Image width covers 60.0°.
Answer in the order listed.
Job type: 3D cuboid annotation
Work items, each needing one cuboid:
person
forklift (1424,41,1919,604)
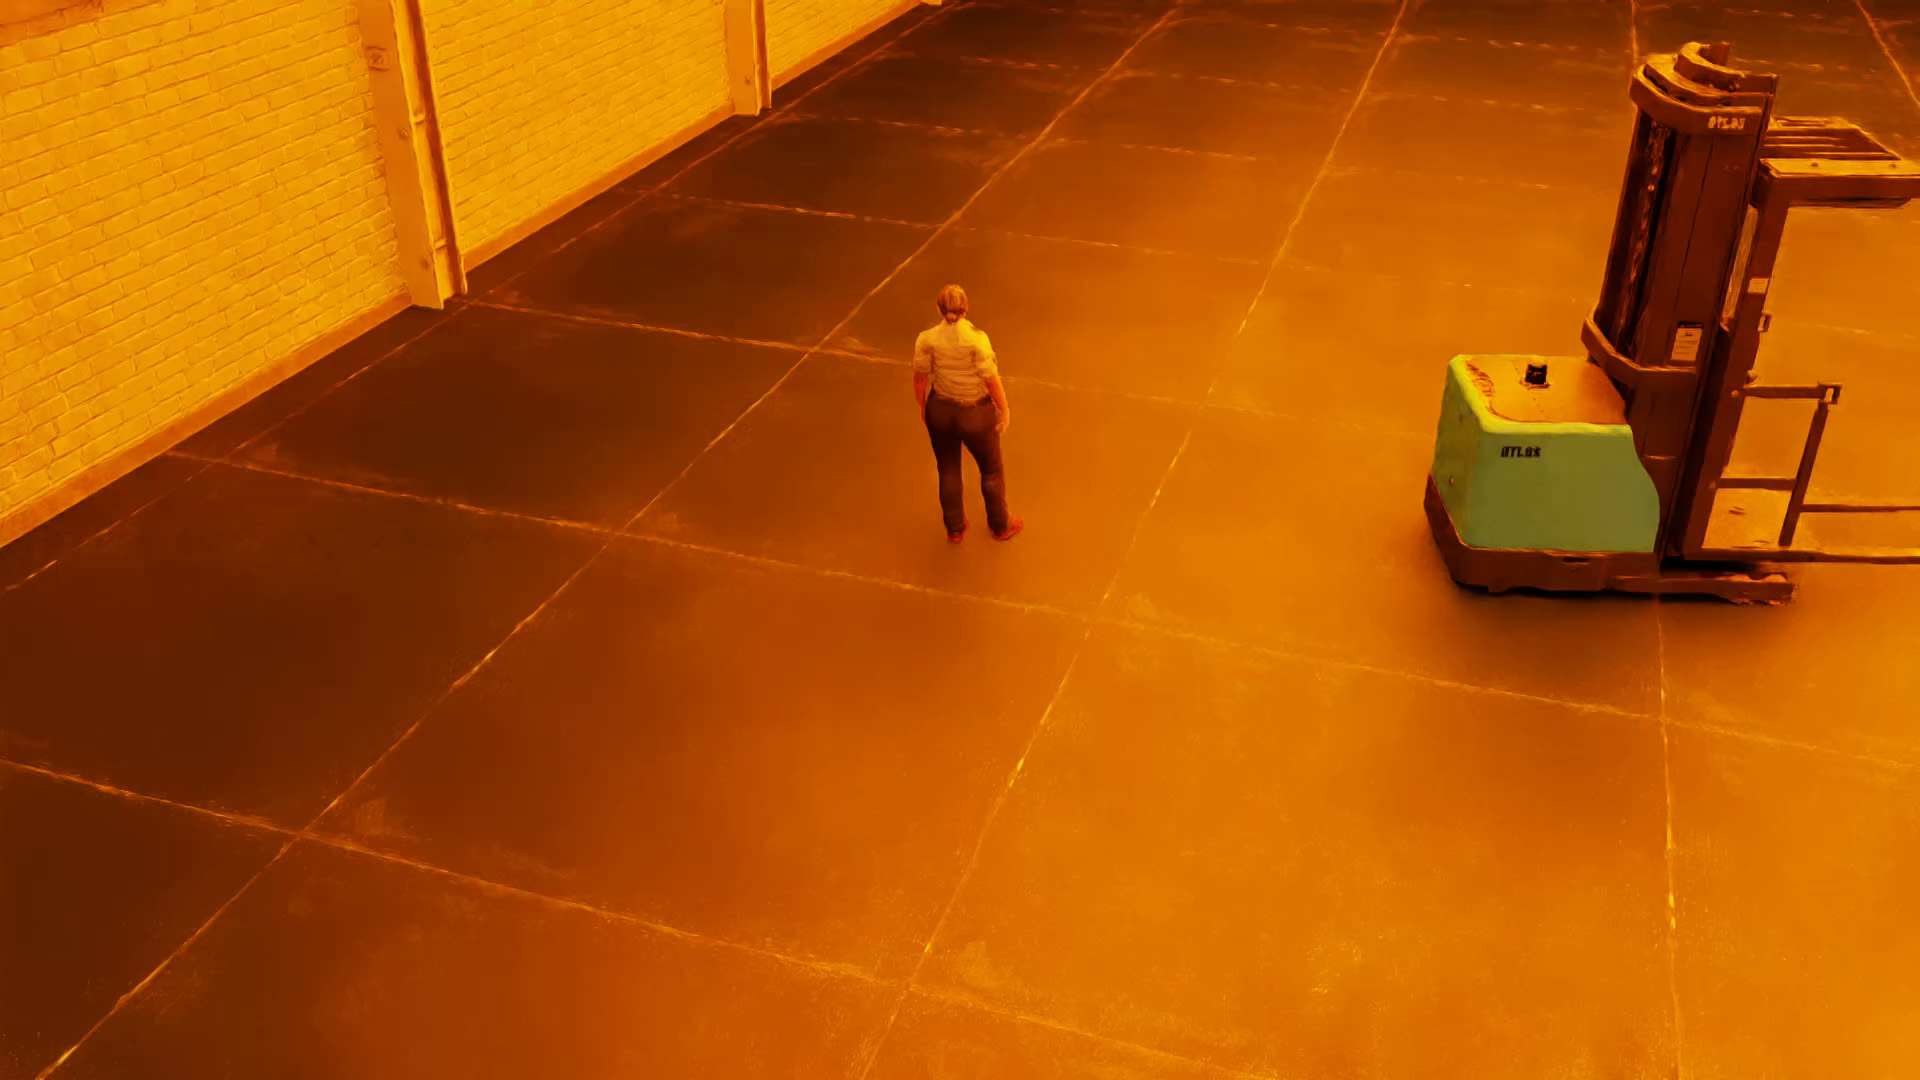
[{"bbox_3d":[0.051,-0.761,9.752,0.599,1.650,0.502,10,31,16],"label":"person"},{"bbox_3d":[4.373,-1.179,9.205,3.031,2.935,1.130,1,30,2],"label":"forklift"}]
